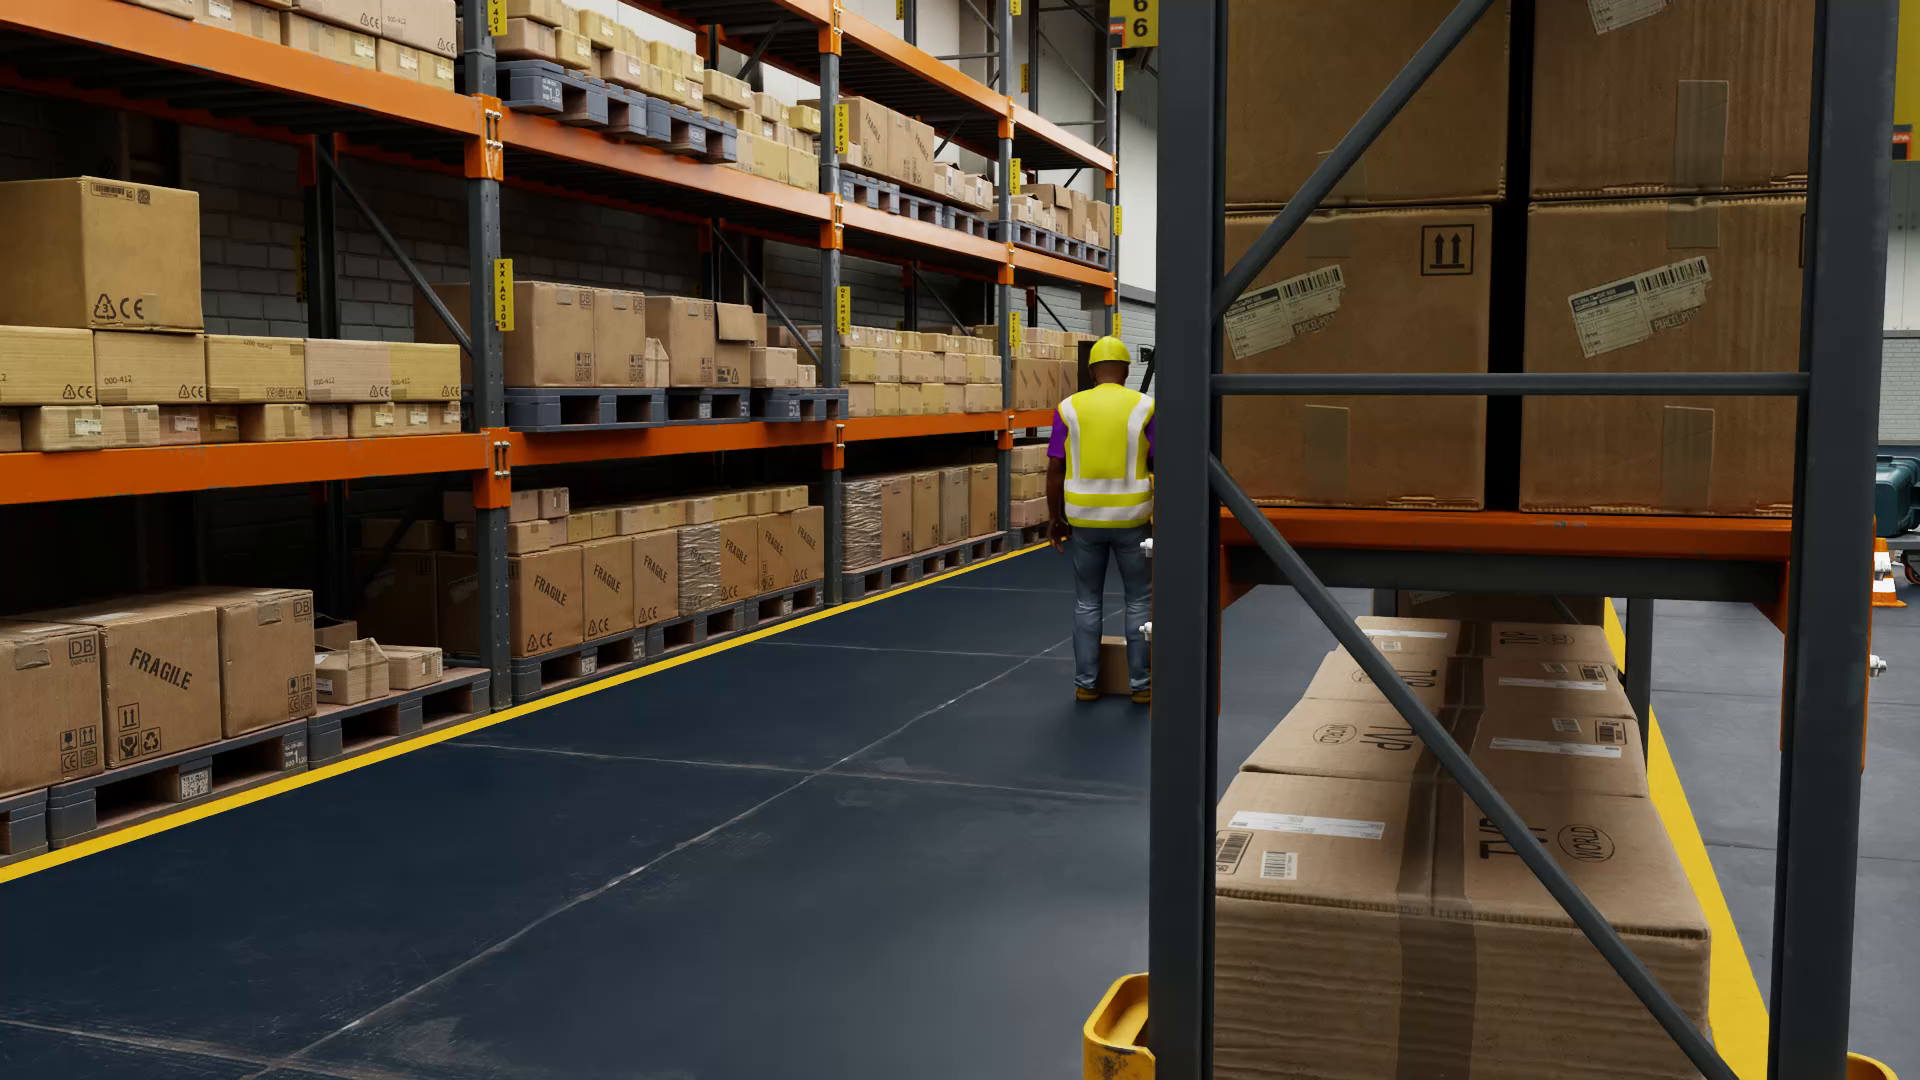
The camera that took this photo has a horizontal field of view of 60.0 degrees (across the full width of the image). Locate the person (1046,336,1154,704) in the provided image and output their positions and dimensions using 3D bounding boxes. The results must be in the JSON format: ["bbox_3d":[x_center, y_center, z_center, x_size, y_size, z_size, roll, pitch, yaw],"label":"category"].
[{"bbox_3d":[0.733,-0.103,8.049,0.629,1.759,0.460,1,5,15],"label":"person"}]
